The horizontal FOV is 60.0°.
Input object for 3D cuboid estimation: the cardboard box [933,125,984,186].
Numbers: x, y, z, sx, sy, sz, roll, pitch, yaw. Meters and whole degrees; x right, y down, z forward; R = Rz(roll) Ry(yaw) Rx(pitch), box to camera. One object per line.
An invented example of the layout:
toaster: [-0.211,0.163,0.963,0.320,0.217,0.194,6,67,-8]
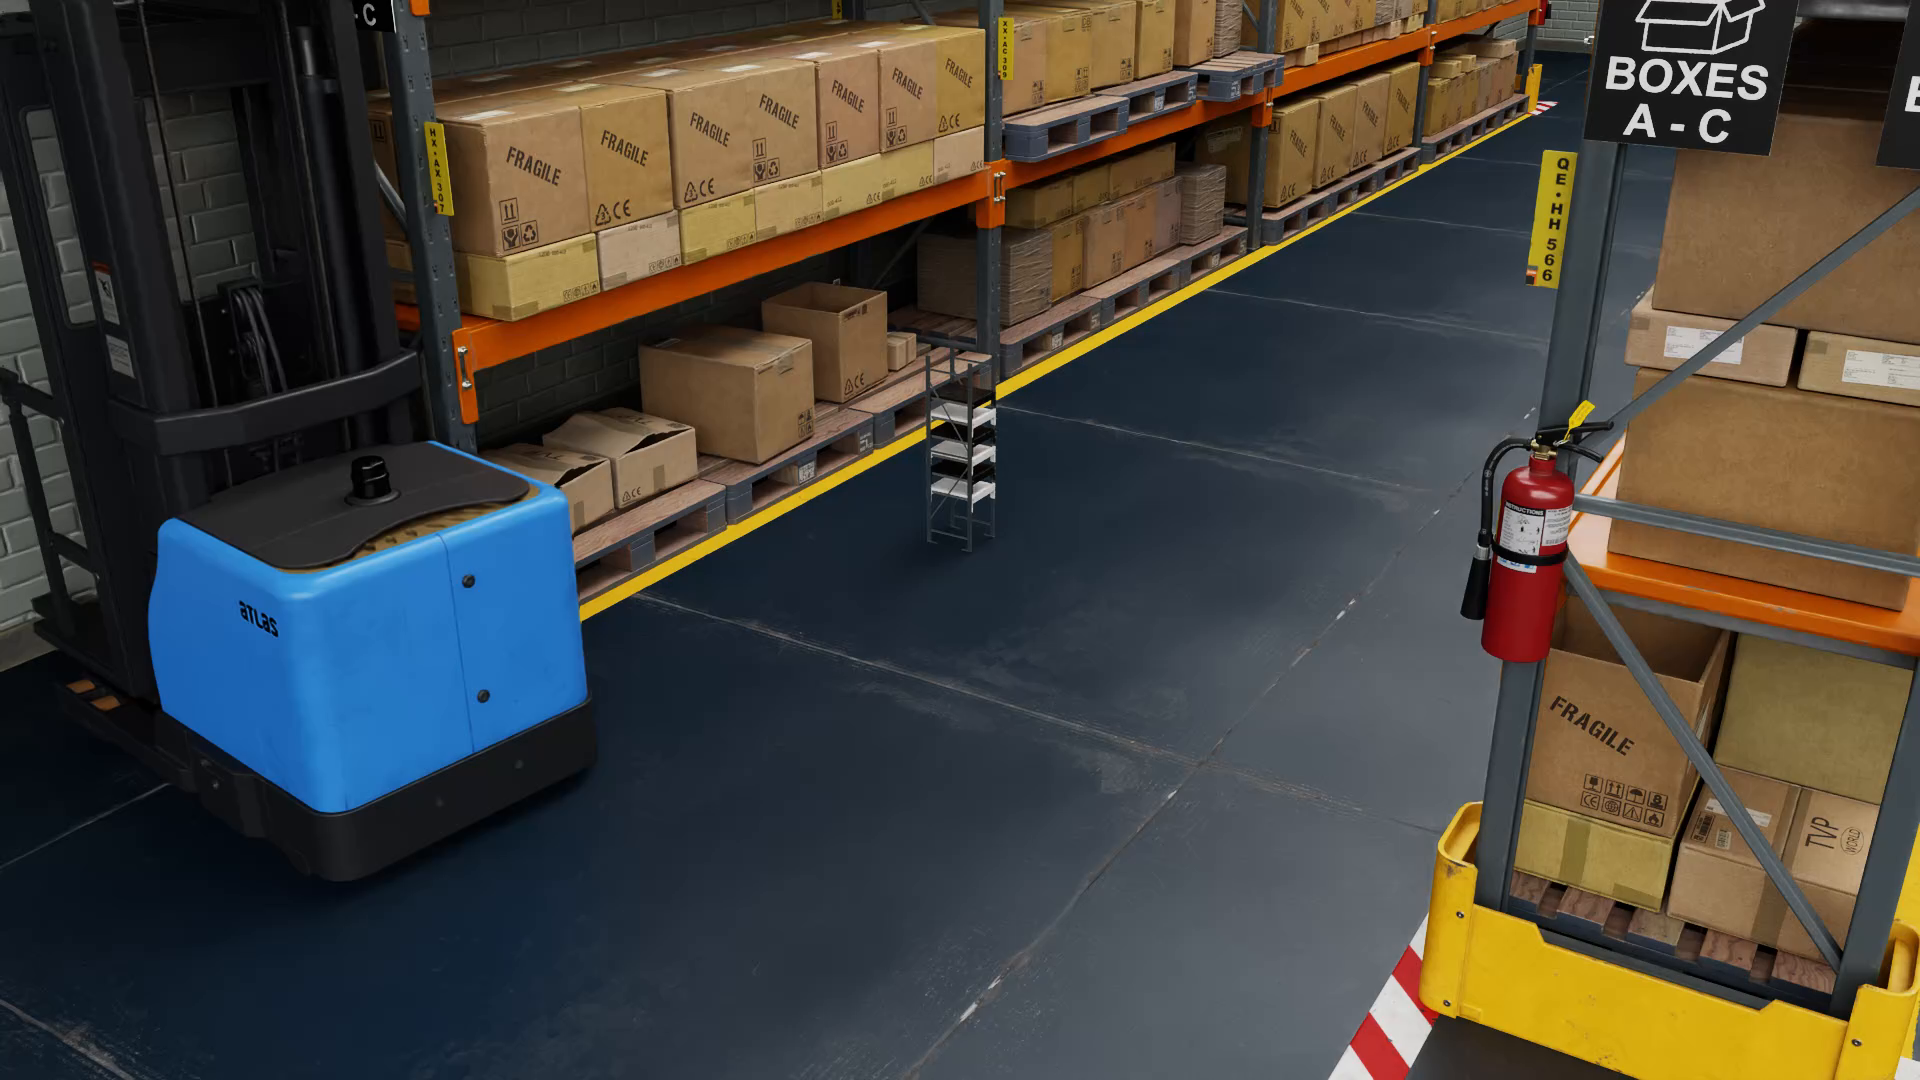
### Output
cardboard box: [-0.211,-2.111,9.014,0.500,0.250,0.500,14,27,29]

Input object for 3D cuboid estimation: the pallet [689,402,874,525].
pallet: [-1.186,-0.467,8.563,1.003,0.211,1.213,14,27,29]

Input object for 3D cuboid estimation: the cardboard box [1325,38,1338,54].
cardboard box: [2.917,-4.141,13.830,0.380,0.149,0.250,14,27,30]

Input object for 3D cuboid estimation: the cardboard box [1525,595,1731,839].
cardboard box: [1.912,0.474,4.867,0.500,0.500,0.500,14,27,29]

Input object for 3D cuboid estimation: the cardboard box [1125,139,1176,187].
cardboard box: [1.202,-2.710,11.883,0.500,0.250,0.500,14,27,30]

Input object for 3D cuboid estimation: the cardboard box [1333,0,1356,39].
cardboard box: [2.912,-4.388,13.585,0.500,0.500,0.500,14,27,29]

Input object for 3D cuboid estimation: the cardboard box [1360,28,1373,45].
cardboard box: [3.356,-4.395,14.418,0.380,0.149,0.250,13,27,28]

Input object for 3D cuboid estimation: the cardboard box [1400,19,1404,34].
cardboard box: [3.776,-4.647,14.999,0.380,0.149,0.250,15,27,31]

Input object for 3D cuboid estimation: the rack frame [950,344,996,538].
rack frame: [0.058,-0.450,7.657,0.240,0.900,0.006,14,27,29]

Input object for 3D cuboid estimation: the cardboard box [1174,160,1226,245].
cardboard box: [1.556,-2.545,12.446,0.700,0.500,0.500,14,27,30]

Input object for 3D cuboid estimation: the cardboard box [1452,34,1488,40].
cardboard box: [5.723,-5.614,18.745,0.380,0.149,0.250,14,27,29]

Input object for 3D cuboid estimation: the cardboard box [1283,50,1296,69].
cardboard box: [2.402,-3.784,13.006,0.380,0.149,0.250,14,27,30]

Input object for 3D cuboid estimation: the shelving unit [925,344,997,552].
shelving unit: [0.004,-0.416,7.578,0.258,0.900,0.210,14,27,29]

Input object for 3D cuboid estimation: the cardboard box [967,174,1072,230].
cardboard box: [0.385,-2.194,10.692,0.500,0.250,0.500,13,27,28]

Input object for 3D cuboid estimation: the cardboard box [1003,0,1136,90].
cardboard box: [0.701,-3.222,10.738,0.700,0.500,0.500,18,29,36]

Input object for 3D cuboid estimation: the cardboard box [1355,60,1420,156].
cardboard box: [3.769,-4.054,15.516,0.750,0.750,0.750,14,27,30]

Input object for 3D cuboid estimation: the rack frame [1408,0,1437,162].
rack frame: [4.001,-5.094,15.742,1.000,3.000,0.127,14,27,29]

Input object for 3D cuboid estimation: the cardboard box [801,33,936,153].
cardboard box: [-0.464,-2.285,8.471,0.500,0.500,0.500,14,27,29]

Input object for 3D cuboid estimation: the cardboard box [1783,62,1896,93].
cardboard box: [2.440,-1.000,4.525,0.700,0.500,0.500,13,27,28]

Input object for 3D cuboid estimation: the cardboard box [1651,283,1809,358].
cardboard box: [2.058,-0.608,4.437,0.380,0.149,0.250,15,27,30]

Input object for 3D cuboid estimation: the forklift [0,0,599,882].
forklift: [-2.719,-0.753,5.801,3.031,2.935,1.130,18,30,36]

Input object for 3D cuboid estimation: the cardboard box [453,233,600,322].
cardboard box: [-1.801,-1.083,6.639,0.500,0.250,0.500,13,27,27]

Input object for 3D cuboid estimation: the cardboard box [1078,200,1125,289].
cardboard box: [0.689,-2.049,11.301,0.700,0.500,0.500,14,27,30]

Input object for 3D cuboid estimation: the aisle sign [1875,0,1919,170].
aisle sign: [2.107,-1.114,3.275,0.394,0.787,0.004,14,27,29]

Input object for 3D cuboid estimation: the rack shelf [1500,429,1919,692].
rack shelf: [2.937,-0.352,5.693,1.077,0.370,4.000,14,27,29]

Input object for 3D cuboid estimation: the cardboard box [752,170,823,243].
cardboard box: [-0.997,-1.602,7.838,0.500,0.250,0.500,14,27,29]

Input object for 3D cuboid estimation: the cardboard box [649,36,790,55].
cardboard box: [-1.188,-2.223,8.329,0.500,0.500,0.500,15,27,30]

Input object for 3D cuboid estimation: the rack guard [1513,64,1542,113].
rack guard: [6.124,-5.305,19.376,1.175,0.500,0.348,14,27,29]

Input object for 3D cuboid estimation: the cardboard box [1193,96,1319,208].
cardboard box: [2.391,-3.171,13.477,0.750,0.750,0.750,13,27,28]

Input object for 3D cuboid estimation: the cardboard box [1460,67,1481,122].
cardboard box: [5.023,-4.712,17.478,0.700,0.500,0.500,15,27,30]

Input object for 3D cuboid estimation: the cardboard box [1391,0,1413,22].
cardboard box: [3.711,-4.903,14.774,0.500,0.500,0.500,14,27,29]

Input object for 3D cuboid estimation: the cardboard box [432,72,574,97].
cardboard box: [-1.987,-1.700,7.121,0.500,0.500,0.500,14,27,30]

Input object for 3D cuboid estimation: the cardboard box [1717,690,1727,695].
cardboard box: [2.430,0.479,5.801,0.500,0.250,0.500,14,27,29]

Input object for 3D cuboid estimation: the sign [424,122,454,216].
sign: [-1.867,-1.328,5.952,0.100,0.325,0.005,14,27,29]

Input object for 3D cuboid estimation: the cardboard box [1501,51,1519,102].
cardboard box: [5.827,-5.233,18.679,0.700,0.500,0.500,14,27,29]

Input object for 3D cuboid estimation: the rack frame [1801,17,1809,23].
rack frame: [3.992,-1.357,7.110,1.000,3.000,0.127,14,27,29]

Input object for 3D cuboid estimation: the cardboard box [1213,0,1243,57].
cardboard box: [1.652,-3.831,12.145,0.700,0.500,0.500,11,26,23]

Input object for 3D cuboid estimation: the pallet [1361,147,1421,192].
pallet: [3.658,-3.538,15.658,1.003,0.211,1.213,14,27,29]

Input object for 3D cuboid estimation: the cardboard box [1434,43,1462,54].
cardboard box: [5.191,-5.273,17.956,0.380,0.149,0.250,14,27,30]

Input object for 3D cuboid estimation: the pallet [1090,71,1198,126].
pallet: [0.882,-2.979,11.098,1.003,0.211,1.213,14,27,29]

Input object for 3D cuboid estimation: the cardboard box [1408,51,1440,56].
cardboard box: [4.786,-5.013,17.357,0.380,0.149,0.250,14,27,29]

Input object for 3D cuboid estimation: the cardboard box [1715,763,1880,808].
cardboard box: [2.614,0.758,5.156,0.500,0.250,0.500,14,27,29]

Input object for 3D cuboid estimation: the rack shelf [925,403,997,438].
rack shelf: [0.004,-0.550,7.519,0.258,0.077,0.200,14,27,29]

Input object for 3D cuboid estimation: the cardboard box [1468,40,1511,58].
cardboard box: [5.780,-5.362,18.163,0.380,0.149,0.250,15,27,30]

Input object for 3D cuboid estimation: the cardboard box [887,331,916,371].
cardboard box: [-0.475,-1.109,9.549,0.380,0.166,0.250,10,25,22]

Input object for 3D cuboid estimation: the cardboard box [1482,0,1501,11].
cardboard box: [5.067,-5.904,17.236,0.980,0.700,0.700,12,26,26]

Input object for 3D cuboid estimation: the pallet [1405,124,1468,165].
pallet: [4.469,-4.055,16.851,1.003,0.211,1.213,14,27,29]

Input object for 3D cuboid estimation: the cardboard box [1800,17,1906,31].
cardboard box: [3.233,-1.508,5.698,0.700,0.500,0.500,14,27,29]

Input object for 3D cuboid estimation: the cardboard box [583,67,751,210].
cardboard box: [-1.274,-1.764,7.270,0.500,0.500,0.500,13,27,27]

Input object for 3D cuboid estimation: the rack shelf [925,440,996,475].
rack shelf: [0.004,-0.385,7.591,0.258,0.077,0.200,14,27,29]

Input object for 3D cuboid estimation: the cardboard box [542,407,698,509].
cardboard box: [-1.586,-0.419,7.773,0.500,0.311,0.500,16,28,33]

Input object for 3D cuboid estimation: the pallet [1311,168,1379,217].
pallet: [3.016,-3.125,14.703,1.003,0.211,1.213,14,27,29]

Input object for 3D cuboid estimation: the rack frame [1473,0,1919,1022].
rack frame: [1.882,-0.007,3.991,1.000,3.000,0.127,14,27,29]

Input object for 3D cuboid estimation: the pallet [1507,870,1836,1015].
pallet: [2.250,1.005,5.161,1.003,0.211,1.213,14,27,29]

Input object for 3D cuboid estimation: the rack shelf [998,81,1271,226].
rack shelf: [0.836,-2.739,11.207,1.077,0.370,4.000,14,27,29]
